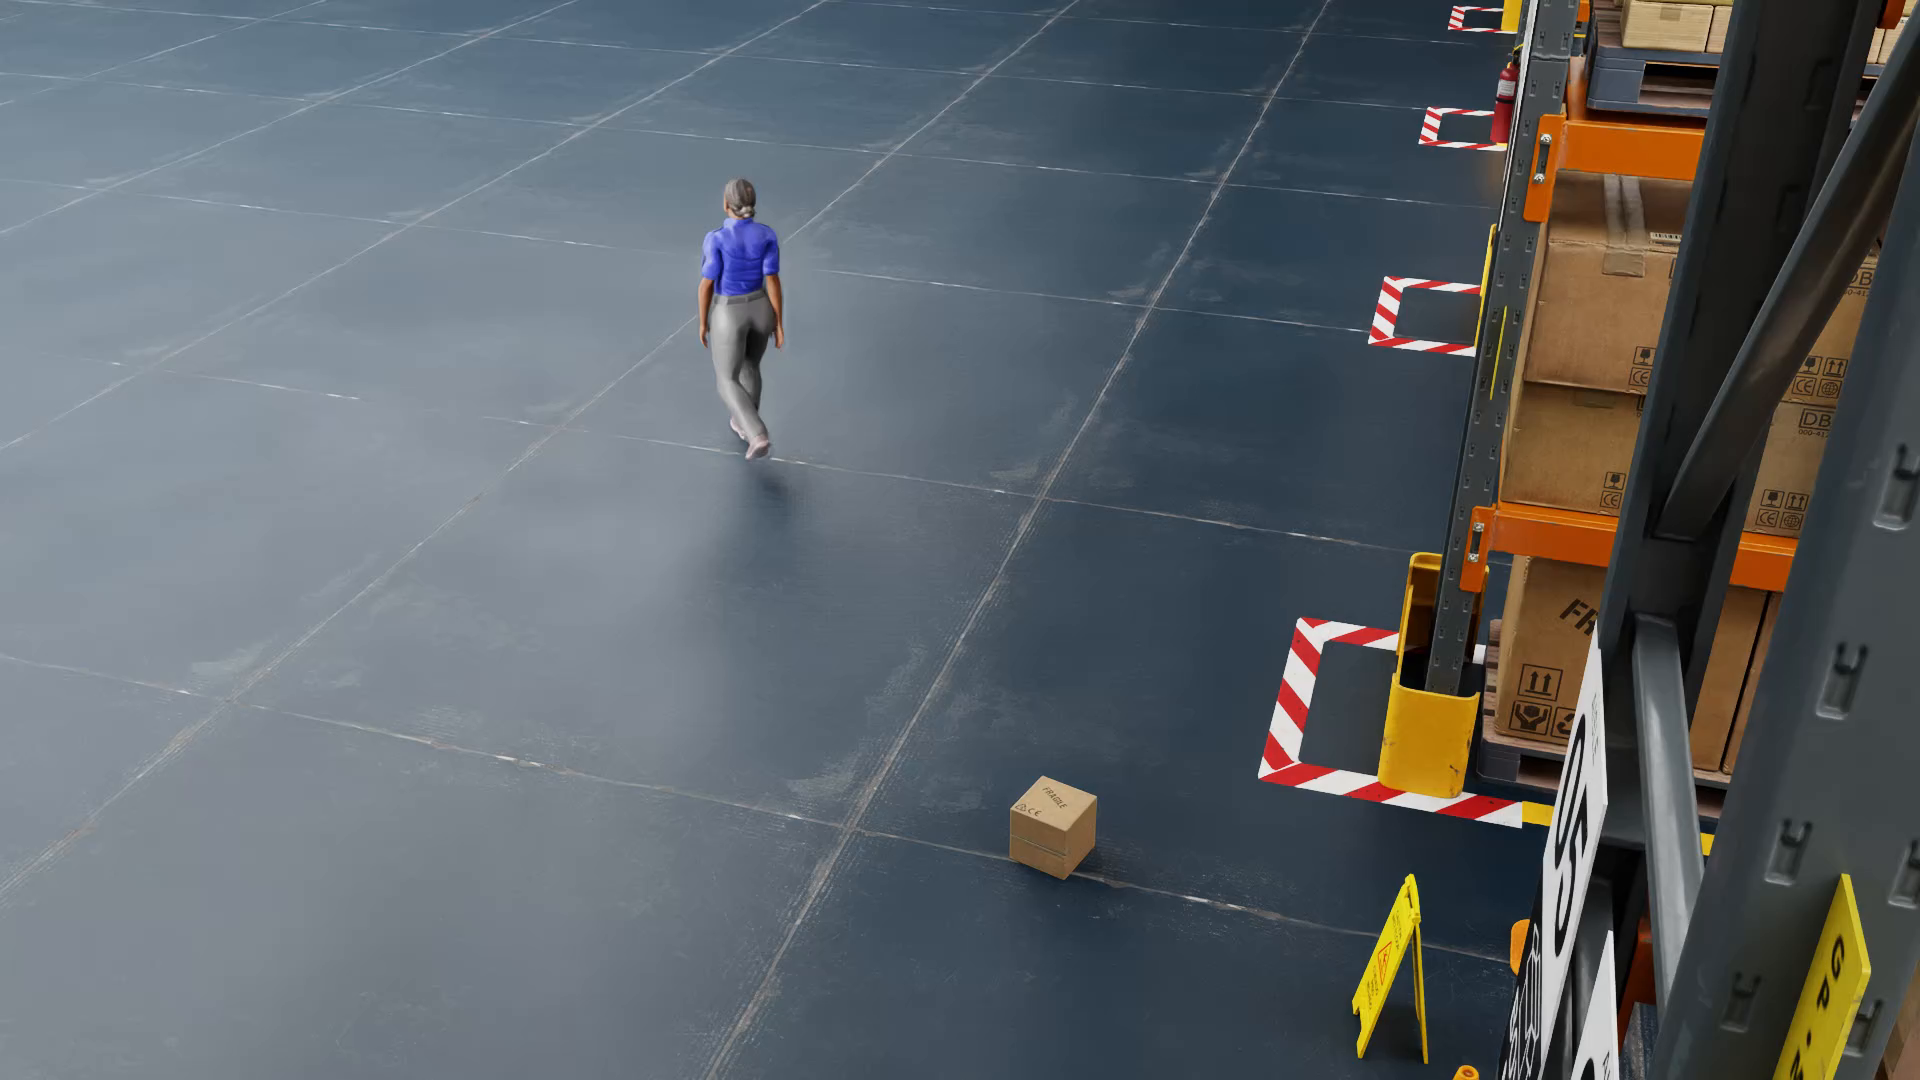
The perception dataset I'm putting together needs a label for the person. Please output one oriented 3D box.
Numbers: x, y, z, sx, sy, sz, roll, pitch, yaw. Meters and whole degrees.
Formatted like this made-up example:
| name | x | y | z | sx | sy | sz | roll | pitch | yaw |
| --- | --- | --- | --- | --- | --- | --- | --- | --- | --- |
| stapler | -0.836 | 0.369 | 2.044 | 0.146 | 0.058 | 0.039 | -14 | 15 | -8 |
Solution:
| name | x | y | z | sx | sy | sz | roll | pitch | yaw |
| --- | --- | --- | --- | --- | --- | --- | --- | --- | --- |
| person | -1.216 | -1.225 | 9.289 | 0.455 | 1.620 | 0.838 | -15 | 33 | -24 |
